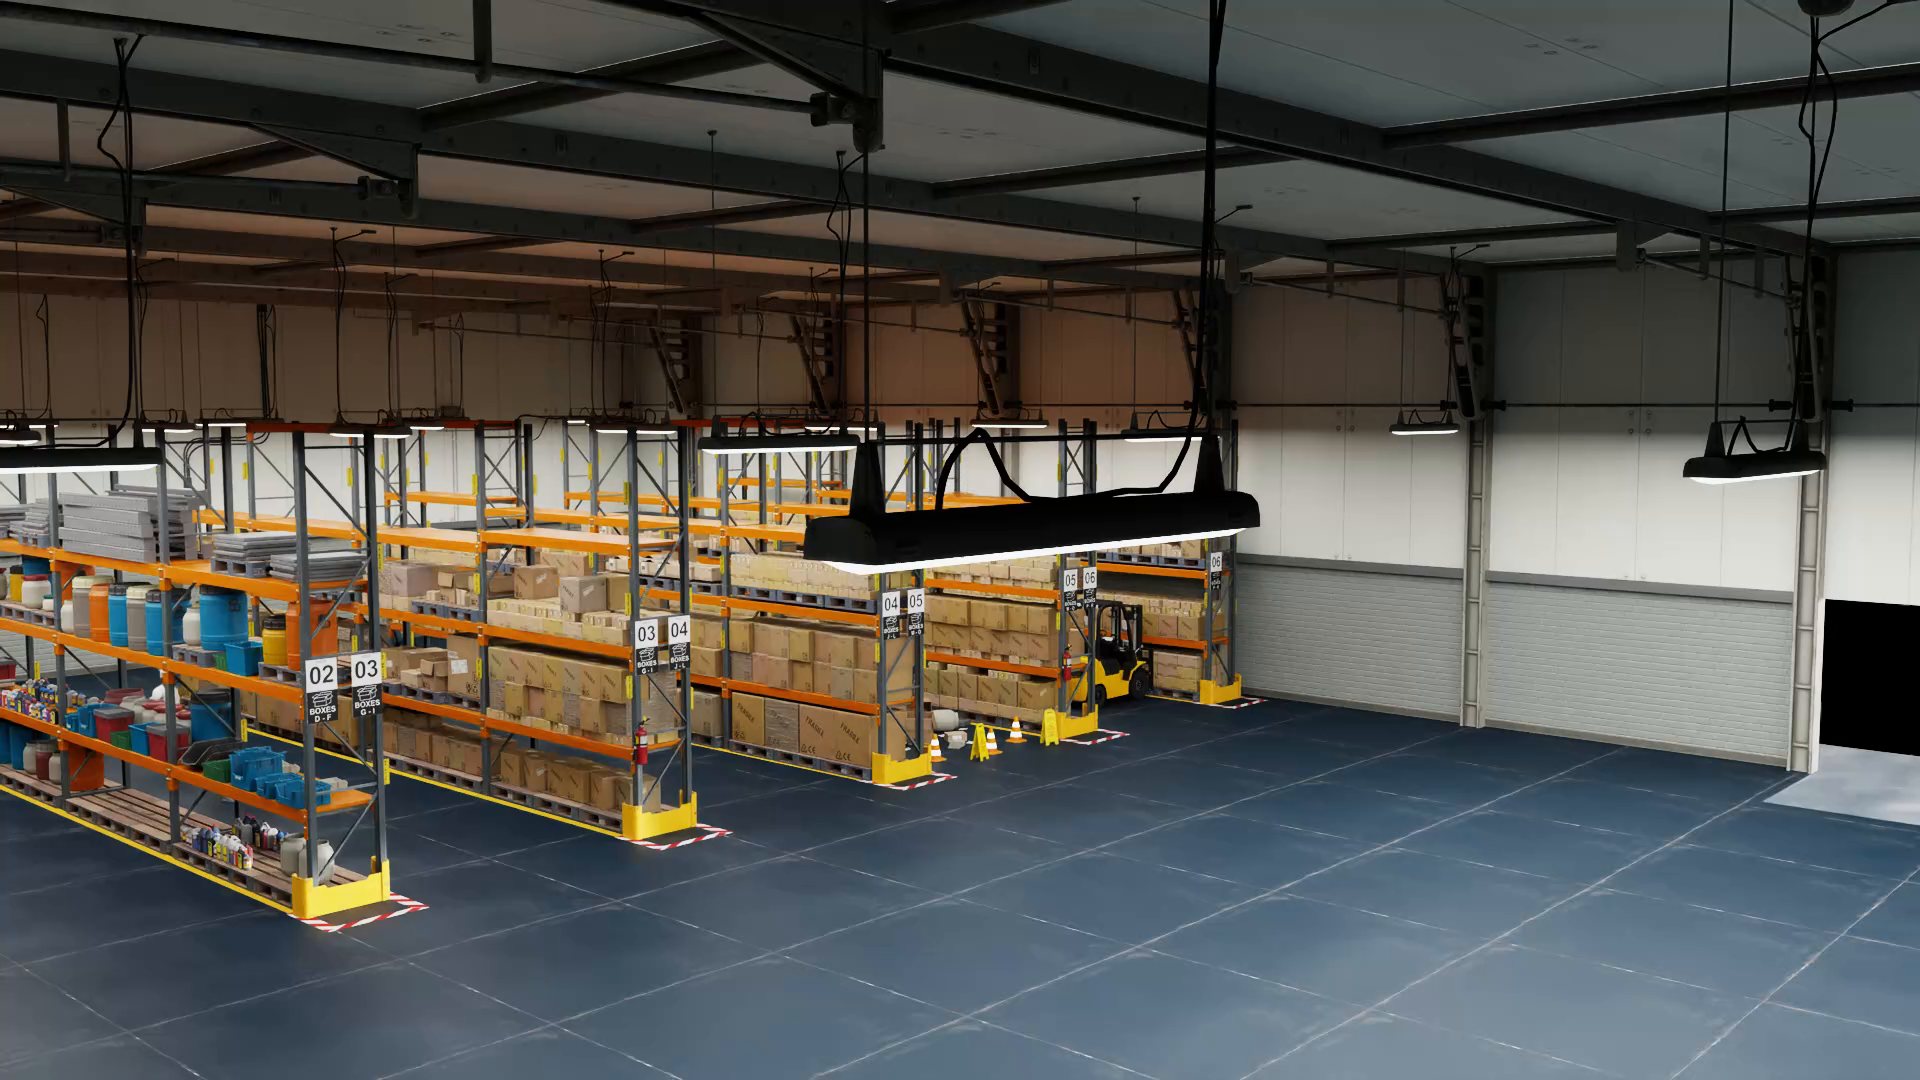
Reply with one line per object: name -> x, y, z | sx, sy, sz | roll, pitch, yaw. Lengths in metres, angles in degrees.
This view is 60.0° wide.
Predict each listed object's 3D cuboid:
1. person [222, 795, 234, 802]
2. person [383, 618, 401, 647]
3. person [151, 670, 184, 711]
person -> -11.724, 3.300, 26.644 | 0.483, 1.812, 0.570 | -1, 5, -13
person -> -14.020, 2.198, 41.089 | 0.477, 1.584, 0.480 | 4, 6, 41
person -> -13.809, 3.110, 29.000 | 1.080, 1.724, 0.761 | 4, 6, 37
